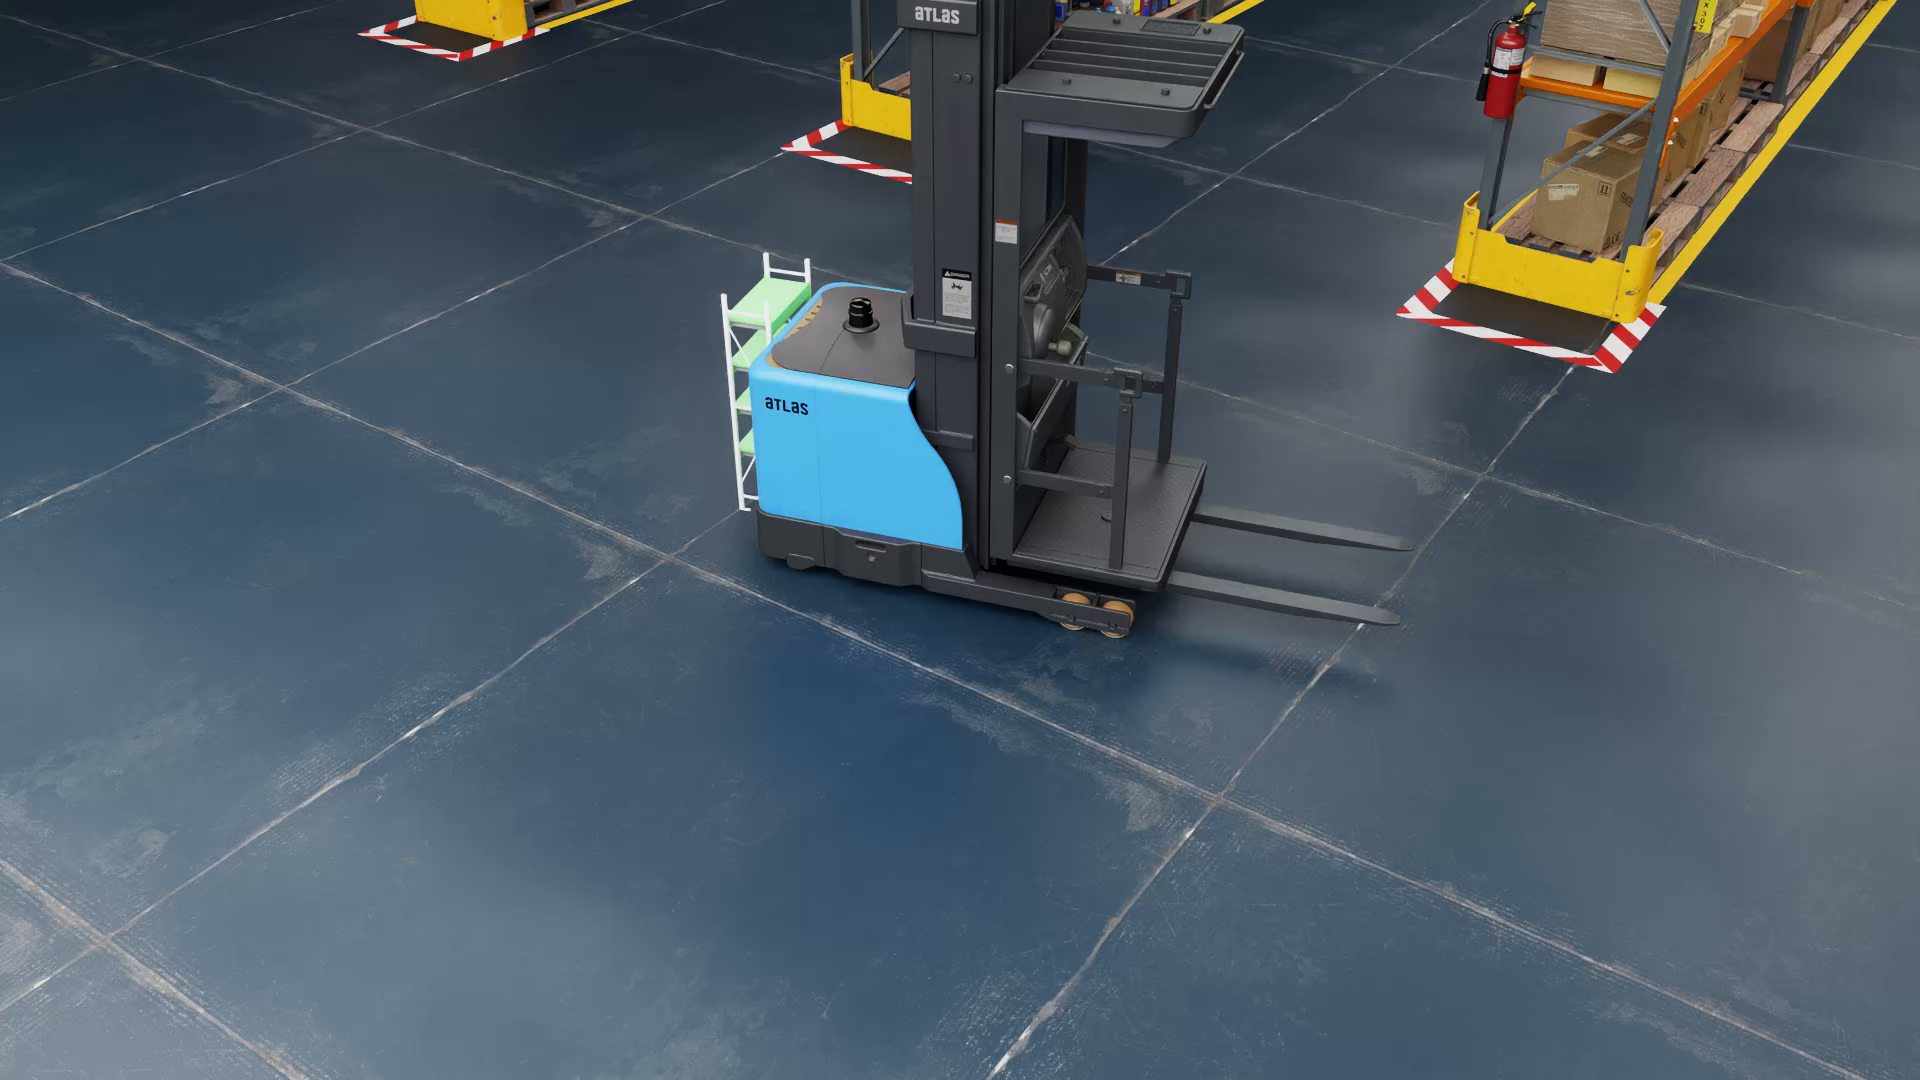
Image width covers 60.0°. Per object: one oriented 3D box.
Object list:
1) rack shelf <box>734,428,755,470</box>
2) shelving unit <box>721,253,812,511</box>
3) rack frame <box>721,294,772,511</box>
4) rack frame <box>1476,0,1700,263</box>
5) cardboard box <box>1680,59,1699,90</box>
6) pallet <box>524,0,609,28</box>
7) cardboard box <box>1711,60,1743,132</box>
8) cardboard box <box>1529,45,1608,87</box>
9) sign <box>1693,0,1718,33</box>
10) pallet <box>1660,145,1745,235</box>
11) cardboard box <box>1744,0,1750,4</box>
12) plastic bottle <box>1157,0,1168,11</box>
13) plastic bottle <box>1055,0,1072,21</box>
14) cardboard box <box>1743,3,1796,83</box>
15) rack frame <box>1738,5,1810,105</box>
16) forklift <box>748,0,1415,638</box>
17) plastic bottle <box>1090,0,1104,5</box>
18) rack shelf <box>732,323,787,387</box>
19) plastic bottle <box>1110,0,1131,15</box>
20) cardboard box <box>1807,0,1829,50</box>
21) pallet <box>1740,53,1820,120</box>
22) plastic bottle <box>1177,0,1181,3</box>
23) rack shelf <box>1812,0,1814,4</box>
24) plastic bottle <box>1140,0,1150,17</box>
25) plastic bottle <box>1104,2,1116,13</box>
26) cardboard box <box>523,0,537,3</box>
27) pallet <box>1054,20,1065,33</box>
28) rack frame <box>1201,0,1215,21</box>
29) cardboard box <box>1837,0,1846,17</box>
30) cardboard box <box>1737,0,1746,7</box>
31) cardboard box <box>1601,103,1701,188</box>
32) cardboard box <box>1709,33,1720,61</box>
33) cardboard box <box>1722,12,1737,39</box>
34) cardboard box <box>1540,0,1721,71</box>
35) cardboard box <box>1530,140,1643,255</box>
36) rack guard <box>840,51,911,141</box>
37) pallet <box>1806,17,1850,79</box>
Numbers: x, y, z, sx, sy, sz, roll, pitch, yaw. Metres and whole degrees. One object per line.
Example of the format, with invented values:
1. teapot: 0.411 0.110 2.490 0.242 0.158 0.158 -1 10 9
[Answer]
1. rack shelf: -0.929 -0.513 8.480 0.258 0.148 0.480 10 35 15
2. shelving unit: -0.929 -0.765 8.310 0.258 1.200 0.503 10 35 15
3. rack frame: -1.006 -0.635 8.118 0.240 1.200 0.015 10 35 15
4. rack frame: 3.691 -2.790 9.698 1.000 3.000 0.127 21 39 28
5. cardboard box: 4.207 -2.850 10.010 0.380 0.149 0.250 21 39 28
6. pallet: -4.044 -5.166 15.700 1.003 0.211 1.213 21 39 28
7. cardboard box: 5.390 -3.332 12.356 0.500 0.500 0.500 -23 40 -30
8. cardboard box: 3.684 -2.883 10.059 0.380 0.149 0.250 21 39 28
9. sign: 4.136 -2.975 9.199 0.100 0.325 0.005 21 39 28
10. pallet: 4.922 -2.591 11.893 1.003 0.211 1.213 21 39 28
11. cardboard box: 5.018 -3.557 11.057 0.380 0.149 0.250 21 39 28
12. plastic bottle: 1.772 -4.909 14.803 0.144 0.351 0.185 20 39 27
13. plastic bottle: 0.887 -4.709 14.575 0.152 0.276 0.135 21 39 28
14. cardboard box: 6.339 -4.053 13.404 0.700 0.500 0.500 18 38 25
15. rack frame: 5.971 -4.631 12.420 1.000 3.000 0.127 21 39 28
16. forklift: 0.599 -1.103 7.265 3.031 2.935 1.130 10 35 15
17. plastic bottle: 1.220 -5.012 14.956 0.144 0.351 0.185 21 39 28
18. rack shelf: -0.929 -0.911 8.211 0.258 0.148 0.480 10 35 15
19. plastic bottle: 1.383 -4.568 14.365 0.152 0.276 0.135 22 40 29
20. cardboard box: 6.945 -4.524 14.101 0.700 0.500 0.500 18 38 24
21. pallet: 6.414 -3.834 13.731 1.003 0.211 1.213 21 39 28
22. plastic bottle: 1.952 -4.969 15.026 0.097 0.201 0.097 0 34 0
23. rack shelf: 7.112 -5.253 13.982 1.077 0.370 4.000 21 39 28
24. plastic bottle: 1.604 -4.705 14.561 0.061 0.283 0.133 24 41 31
25. plastic bottle: 1.280 -4.456 14.204 0.097 0.271 0.097 0 34 0
26. cardboard box: -3.957 -5.166 15.292 0.500 0.250 0.500 21 39 28
27. pallet: 0.790 -4.198 14.269 1.003 0.211 1.213 21 39 28
28. rack frame: 1.902 -6.213 14.759 1.000 3.000 0.127 21 39 28
29. cardboard box: 7.581 -5.044 14.870 0.700 0.500 0.500 18 38 24
30. cardboard box: 4.829 -3.910 10.999 0.875 0.500 0.500 21 39 28
31. cardboard box: 4.746 -2.778 11.537 0.500 0.500 0.500 25 42 32
32. cardboard box: 4.488 -3.082 10.353 0.380 0.149 0.250 21 39 28
33. cardboard box: 4.756 -3.318 10.703 0.380 0.149 0.250 21 39 28
34. cardboard box: 4.027 -3.199 9.948 0.875 0.500 0.500 21 39 28
35. cardboard box: 4.060 -2.210 10.697 0.500 0.500 0.500 -29 43 -35
36. rack guard: -0.374 -3.386 12.811 1.175 0.500 0.348 21 39 28
37. pallet: 7.109 -4.398 14.565 1.003 0.211 1.213 21 39 28
